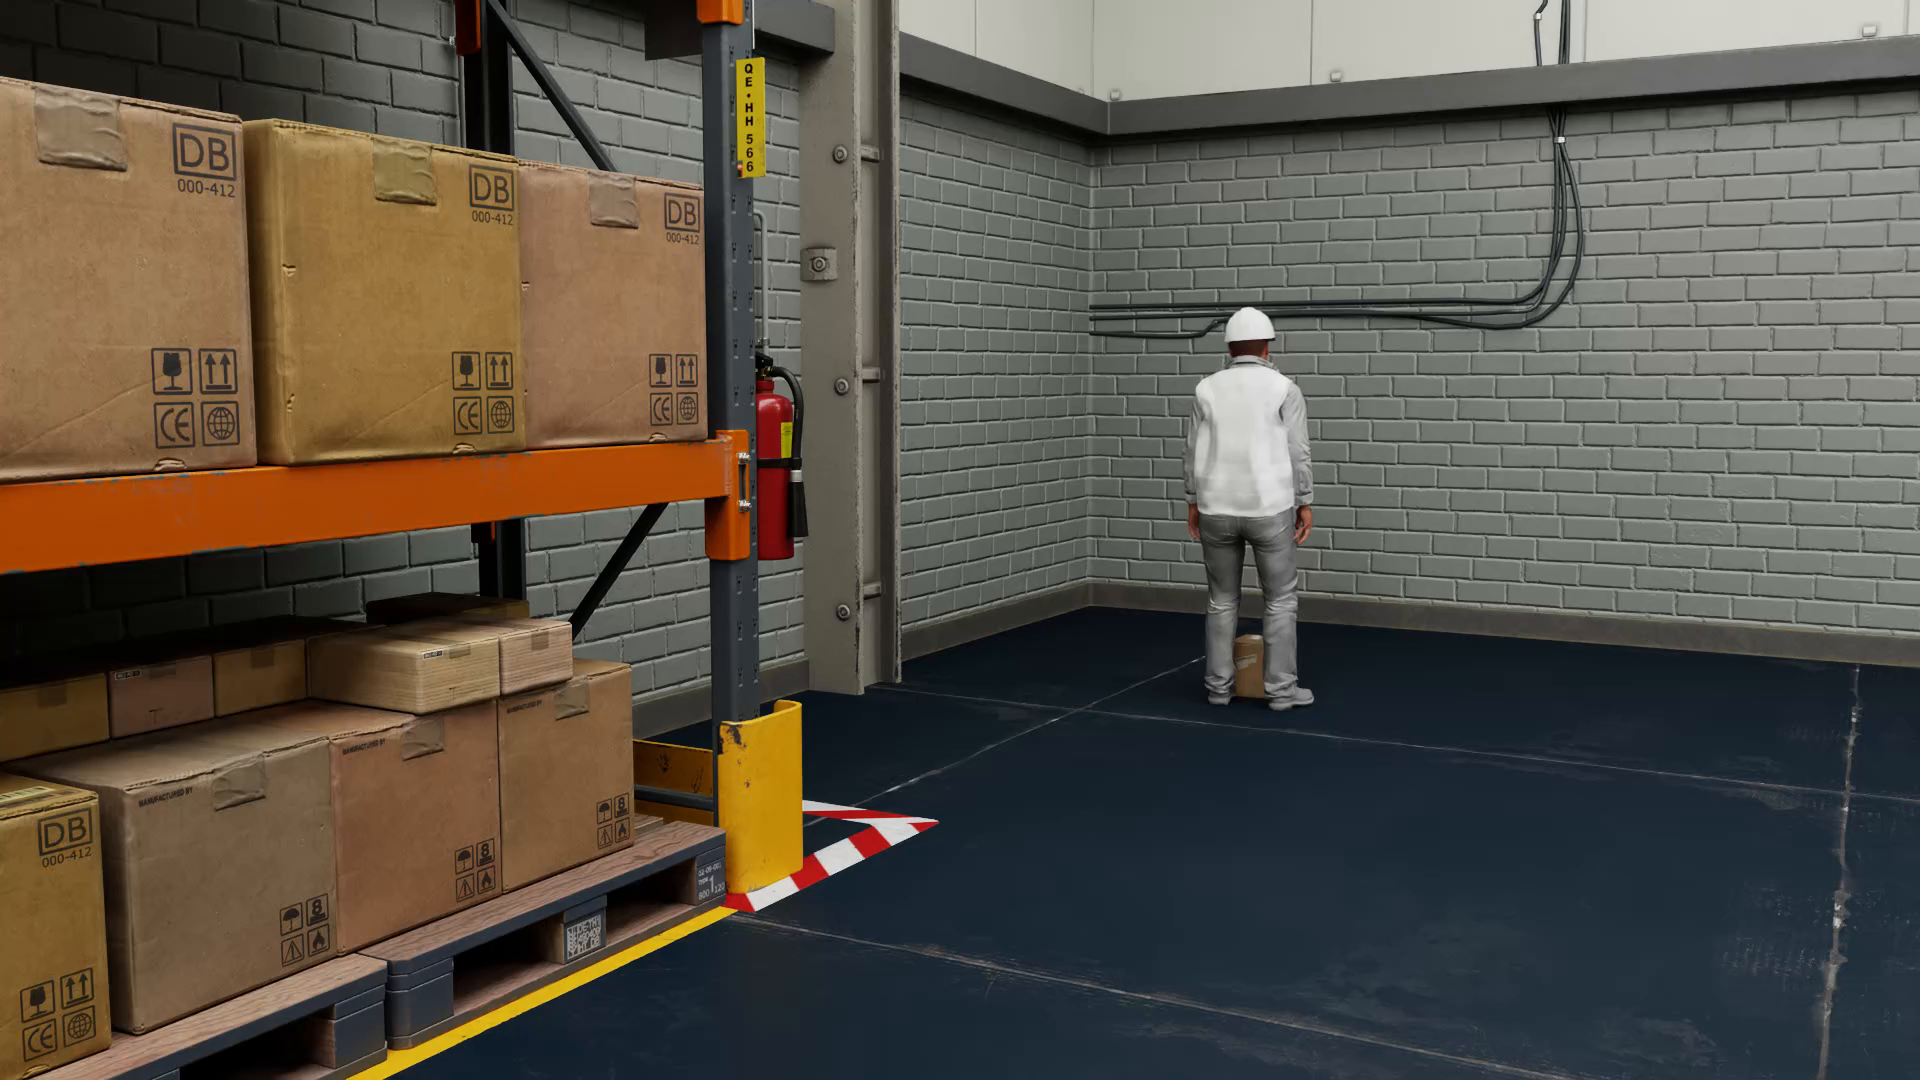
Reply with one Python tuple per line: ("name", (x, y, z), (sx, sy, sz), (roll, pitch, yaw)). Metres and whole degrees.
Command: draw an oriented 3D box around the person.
("person", (1.282, -0.144, 7.402), (0.582, 1.769, 0.465), (3, 7, 26))
